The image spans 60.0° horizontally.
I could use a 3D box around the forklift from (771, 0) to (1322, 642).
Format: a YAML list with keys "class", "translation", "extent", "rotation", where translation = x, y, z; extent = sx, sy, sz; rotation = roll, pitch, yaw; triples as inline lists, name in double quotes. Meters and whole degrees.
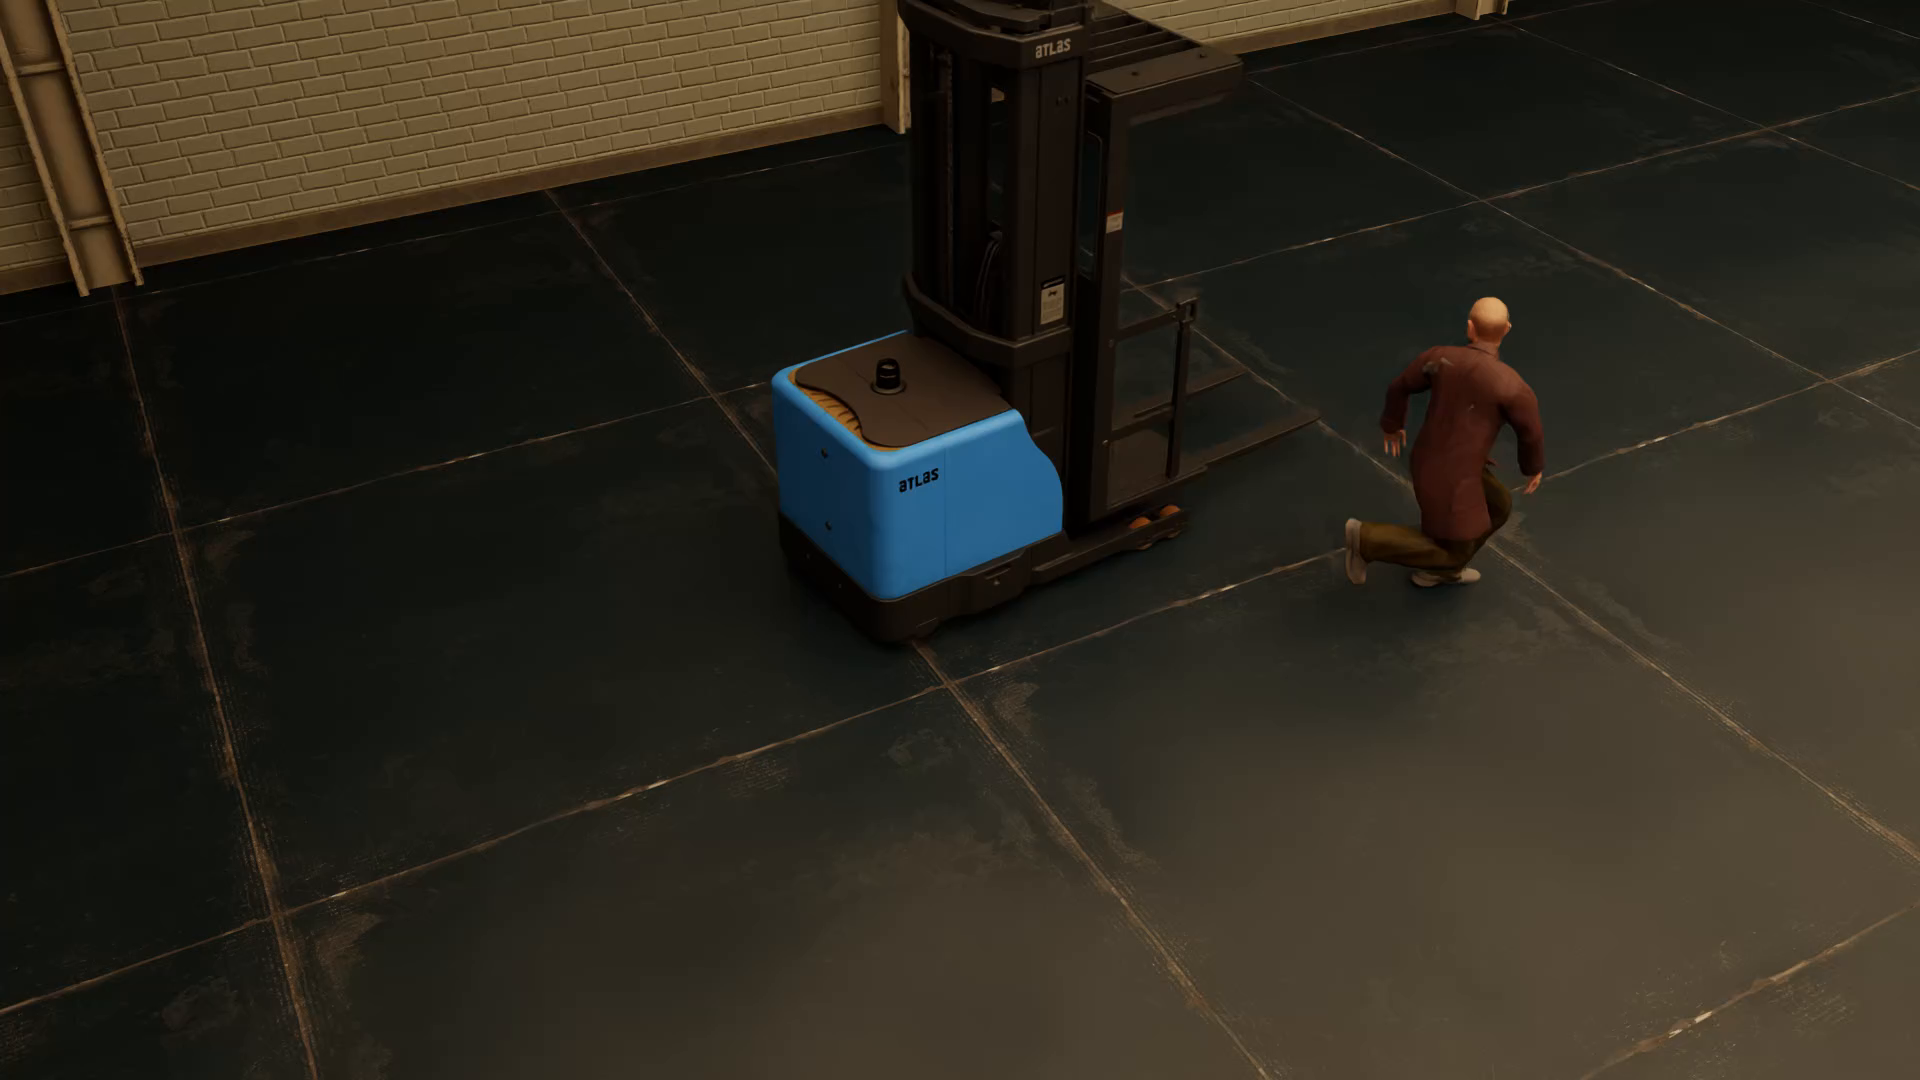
- class: "forklift"
  translation: [0.586, -1.377, 8.072]
  extent: [3.031, 2.935, 1.130]
  rotation: [-22, 41, -28]

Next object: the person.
- class: "person"
  translation: [2.314, -0.420, 7.958]
  extent: [0.864, 1.552, 0.712]
  rotation: [-3, 35, -4]
